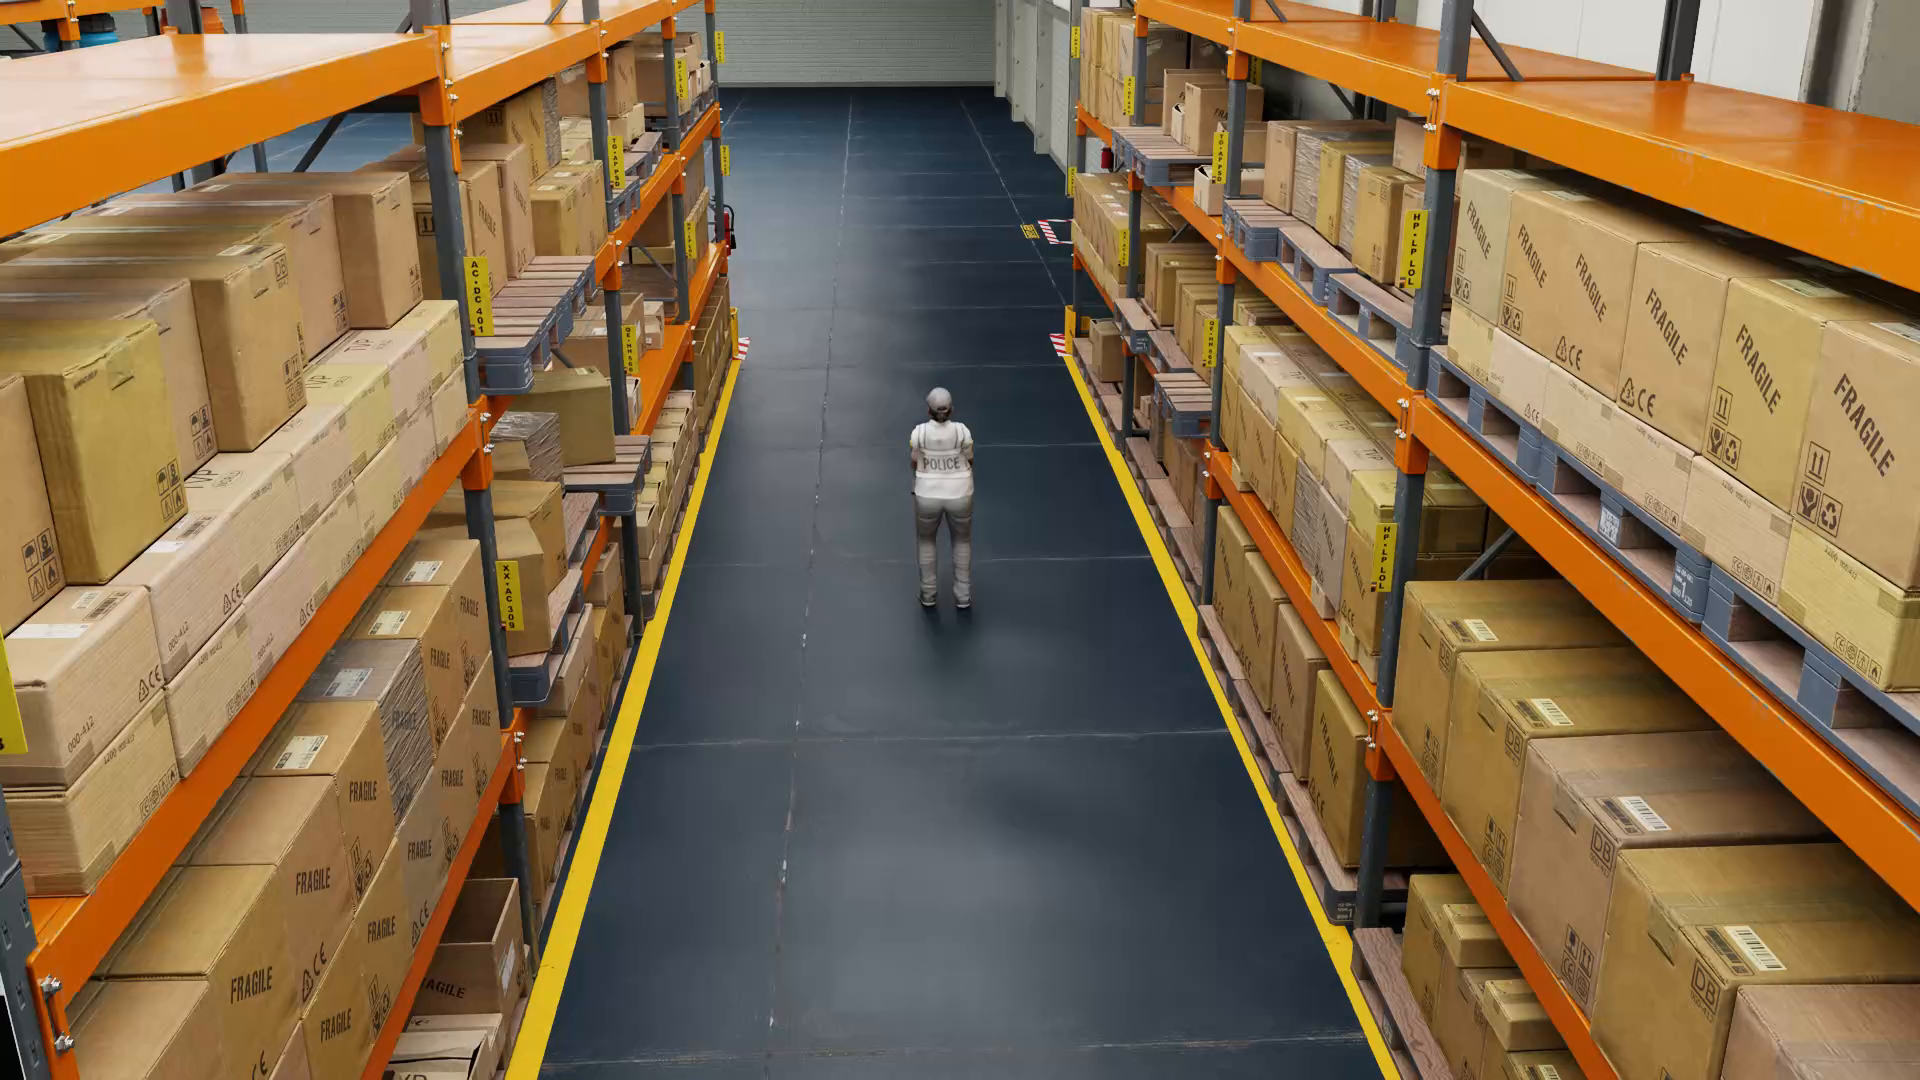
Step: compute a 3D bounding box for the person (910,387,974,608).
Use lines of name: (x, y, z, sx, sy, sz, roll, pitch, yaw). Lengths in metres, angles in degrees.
person: (-0.132, -0.325, 11.956, 0.453, 1.653, 0.541, -1, 21, -3)
